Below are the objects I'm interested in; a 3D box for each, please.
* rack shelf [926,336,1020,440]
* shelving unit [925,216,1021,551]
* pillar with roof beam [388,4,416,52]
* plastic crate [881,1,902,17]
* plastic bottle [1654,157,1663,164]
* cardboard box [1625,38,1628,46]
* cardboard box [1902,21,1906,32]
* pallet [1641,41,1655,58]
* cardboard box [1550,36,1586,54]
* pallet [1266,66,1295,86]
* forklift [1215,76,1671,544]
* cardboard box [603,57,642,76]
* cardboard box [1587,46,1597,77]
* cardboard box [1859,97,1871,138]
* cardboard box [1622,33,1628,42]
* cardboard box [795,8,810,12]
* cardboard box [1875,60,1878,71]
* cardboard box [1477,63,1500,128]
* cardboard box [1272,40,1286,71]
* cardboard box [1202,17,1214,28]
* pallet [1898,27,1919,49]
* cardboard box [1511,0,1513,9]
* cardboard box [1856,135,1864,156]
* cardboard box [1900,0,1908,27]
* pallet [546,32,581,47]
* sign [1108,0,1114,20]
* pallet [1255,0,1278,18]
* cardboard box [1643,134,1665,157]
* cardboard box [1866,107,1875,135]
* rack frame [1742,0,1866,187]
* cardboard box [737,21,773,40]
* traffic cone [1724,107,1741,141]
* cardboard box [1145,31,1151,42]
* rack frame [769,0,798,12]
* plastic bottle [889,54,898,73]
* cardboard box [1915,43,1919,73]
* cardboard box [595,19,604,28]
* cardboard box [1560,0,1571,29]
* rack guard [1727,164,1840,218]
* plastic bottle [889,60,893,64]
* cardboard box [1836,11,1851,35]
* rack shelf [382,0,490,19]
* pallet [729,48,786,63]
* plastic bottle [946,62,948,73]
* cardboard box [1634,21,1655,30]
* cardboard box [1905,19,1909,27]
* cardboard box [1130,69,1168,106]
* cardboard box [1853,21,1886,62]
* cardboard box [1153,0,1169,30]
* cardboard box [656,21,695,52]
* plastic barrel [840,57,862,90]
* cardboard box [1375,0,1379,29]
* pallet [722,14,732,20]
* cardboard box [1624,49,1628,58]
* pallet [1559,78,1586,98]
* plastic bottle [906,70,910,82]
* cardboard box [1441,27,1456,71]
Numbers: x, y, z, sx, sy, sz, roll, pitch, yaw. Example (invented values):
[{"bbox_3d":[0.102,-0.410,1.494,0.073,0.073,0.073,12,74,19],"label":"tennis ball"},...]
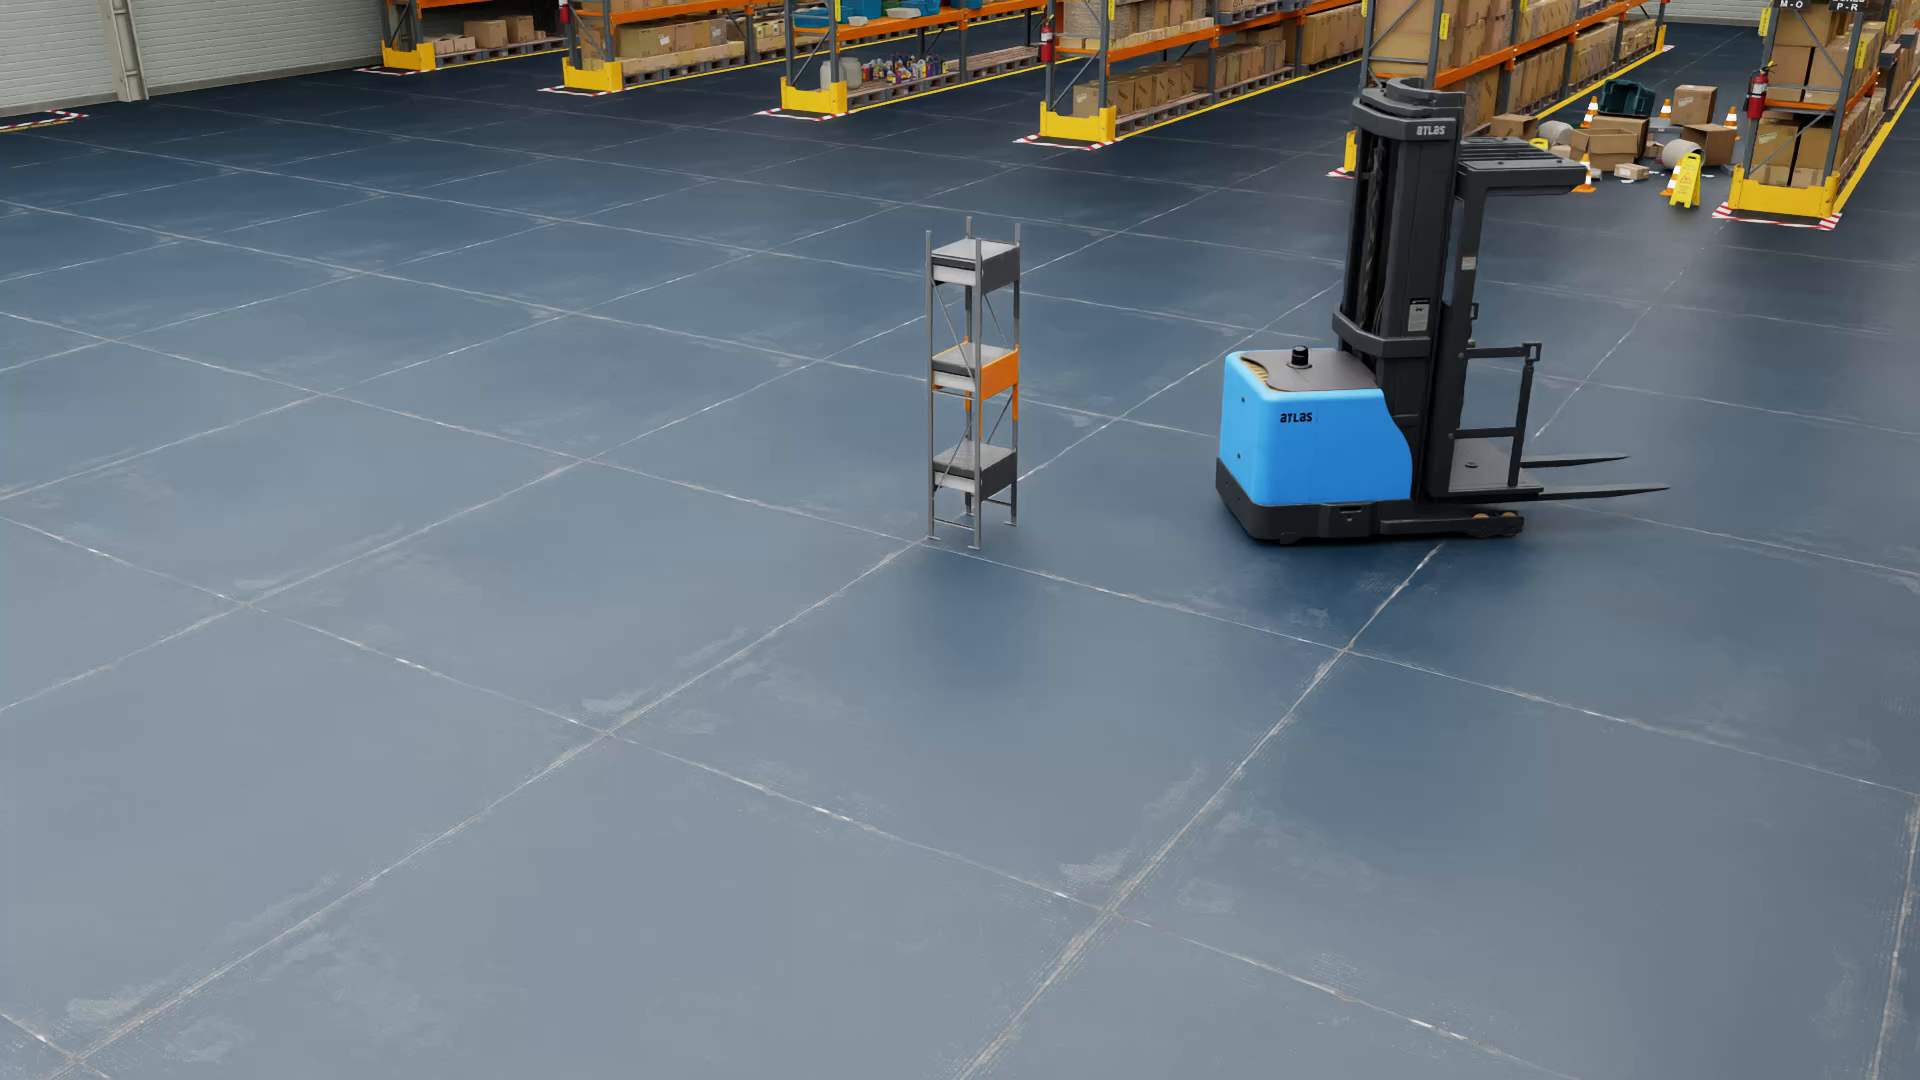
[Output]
[{"bbox_3d":[0.087,-1.007,10.967,0.431,0.518,0.480,14,27,29],"label":"rack shelf"},{"bbox_3d":[0.087,-1.019,10.962,0.431,2.100,0.503,14,27,29],"label":"shelving unit"},{"bbox_3d":[-7.573,-12.920,29.768,9.100,9.000,0.400,14,27,29],"label":"pillar with roof beam"},{"bbox_3d":[-1.294,-9.429,29.522,0.450,0.188,0.662,14,27,29],"label":"plastic crate"},{"bbox_3d":[10.015,-5.420,23.692,0.133,0.061,0.283,20,30,38],"label":"plastic bottle"},{"bbox_3d":[13.014,-9.875,32.970,0.380,0.149,0.250,12,26,26],"label":"cardboard box"},{"bbox_3d":[14.251,-7.878,25.460,0.380,0.149,0.250,14,27,29],"label":"cardboard box"},{"bbox_3d":[13.862,-10.292,34.758,1.003,0.211,1.213,14,27,29],"label":"pallet"},{"bbox_3d":[10.710,-8.736,29.327,0.500,0.250,0.500,13,26,27],"label":"cardboard box"},{"bbox_3d":[5.567,-8.694,31.068,1.003,0.211,1.213,14,27,29],"label":"pallet"},{"bbox_3d":[3.387,-1.560,11.164,3.031,2.935,1.130,-3,24,-7],"label":"forklift"},{"bbox_3d":[-6.182,-8.680,30.457,0.500,0.250,0.500,14,27,29],"label":"cardboard box"},{"bbox_3d":[11.259,-8.739,30.280,0.500,0.500,0.500,13,27,28],"label":"cardboard box"},{"bbox_3d":[12.205,-5.830,22.929,0.500,0.500,0.500,13,27,28],"label":"cardboard box"},{"bbox_3d":[12.804,-9.825,32.480,0.380,0.149,0.250,15,28,31],"label":"cardboard box"},{"bbox_3d":[-3.230,-11.209,35.593,0.500,0.311,0.500,13,27,28],"label":"cardboard box"},{"bbox_3d":[12.379,-6.523,22.859,0.380,0.149,0.250,14,27,28],"label":"cardboard box"},{"bbox_3d":[7.639,-6.834,25.406,0.875,0.875,0.875,14,27,30],"label":"cardboard box"},{"bbox_3d":[5.644,-9.062,31.000,0.700,0.500,0.500,12,26,26],"label":"cardboard box"},{"bbox_3d":[4.006,-8.638,27.744,0.380,0.149,0.250,14,27,29],"label":"cardboard box"},{"bbox_3d":[14.114,-7.810,25.756,1.213,0.211,1.003,14,27,29],"label":"pallet"},{"bbox_3d":[8.287,-8.487,25.696,0.700,0.500,0.500,13,27,28],"label":"cardboard box"},{"bbox_3d":[12.206,-5.486,23.079,0.500,0.250,0.500,15,28,31],"label":"cardboard box"},{"bbox_3d":[13.867,-7.977,24.871,0.500,0.500,0.500,12,26,25],"label":"cardboard box"},{"bbox_3d":[-8.345,-10.985,36.359,1.003,0.211,1.213,14,27,29],"label":"pallet"},{"bbox_3d":[2.221,-7.821,24.451,0.100,0.325,0.005,14,27,29],"label":"sign"},{"bbox_3d":[4.971,-9.473,29.597,1.003,0.211,1.213,14,27,29],"label":"pallet"},{"bbox_3d":[10.036,-5.731,24.154,0.258,0.266,0.396,-3,24,-7],"label":"cardboard box"},{"bbox_3d":[12.940,-6.218,24.618,0.950,0.372,0.625,16,28,32],"label":"cardboard box"},{"bbox_3d":[10.179,-5.461,20.088,1.000,3.000,0.127,14,27,29],"label":"rack frame"},{"bbox_3d":[-4.114,-10.240,33.355,0.500,0.311,0.500,14,27,29],"label":"cardboard box"},{"bbox_3d":[11.754,-6.358,25.355,0.336,0.463,0.334,14,27,29],"label":"traffic cone"},{"bbox_3d":[2.767,-7.892,26.020,0.380,0.149,0.250,14,27,29],"label":"cardboard box"},{"bbox_3d":[-4.534,-14.702,41.435,1.000,3.000,0.127,14,27,29],"label":"rack frame"},{"bbox_3d":[-1.216,-8.662,30.265,0.144,0.351,0.185,13,26,27],"label":"plastic bottle"},{"bbox_3d":[17.403,-9.019,31.005,0.875,0.438,0.875,13,27,27],"label":"cardboard box"},{"bbox_3d":[-8.150,-11.493,36.616,0.700,0.500,0.500,13,27,28],"label":"cardboard box"},{"bbox_3d":[9.867,-8.834,27.754,0.500,0.500,0.500,14,27,29],"label":"cardboard box"},{"bbox_3d":[10.219,-4.339,20.644,1.175,0.500,0.348,14,27,29],"label":"rack guard"},{"bbox_3d":[-1.261,-8.569,30.148,0.097,0.271,0.097,0,23,0],"label":"plastic bottle"},{"bbox_3d":[11.099,-6.822,21.475,0.700,0.500,0.500,14,27,29],"label":"cardboard box"},{"bbox_3d":[-9.809,-10.996,33.781,1.077,0.370,4.000,14,27,29],"label":"rack shelf"},{"bbox_3d":[-4.189,-9.942,33.950,1.003,0.211,1.213,14,27,29],"label":"pallet"},{"bbox_3d":[-0.264,-8.655,30.436,0.097,0.201,0.097,0,23,0],"label":"plastic bottle"},{"bbox_3d":[14.086,-10.603,34.278,0.380,0.149,0.250,13,27,28],"label":"cardboard box"},{"bbox_3d":[14.871,-8.204,26.615,0.500,0.250,0.500,13,27,28],"label":"cardboard box"},{"bbox_3d":[3.069,-7.386,27.152,0.500,0.500,0.500,11,26,24],"label":"cardboard box"},{"bbox_3d":[12.266,-6.791,22.661,0.500,0.500,0.500,13,27,28],"label":"cardboard box"},{"bbox_3d":[2.809,-8.420,26.423,0.875,0.500,0.500,14,27,29],"label":"cardboard box"},{"bbox_3d":[-5.389,-9.530,31.476,0.500,0.500,0.500,14,27,29],"label":"cardboard box"},{"bbox_3d":[-1.901,-8.034,28.635,0.421,0.512,0.421,0,23,0],"label":"plastic barrel"},{"bbox_3d":[8.506,-11.011,35.056,0.875,0.875,0.875,14,27,29],"label":"cardboard box"},{"bbox_3d":[-6.165,-12.322,39.448,1.003,0.211,1.213,14,27,29],"label":"pallet"},{"bbox_3d":[12.856,-9.544,32.580,0.380,0.149,0.250,15,27,30],"label":"cardboard box"},{"bbox_3d":[10.554,-8.148,29.805,1.003,0.211,1.213,14,27,29],"label":"pallet"},{"bbox_3d":[-0.941,-8.223,29.437,0.097,0.201,0.097,0,23,0],"label":"plastic bottle"},{"bbox_3d":[6.349,-6.858,23.126,0.875,0.550,0.550,14,27,29],"label":"cardboard box"}]
